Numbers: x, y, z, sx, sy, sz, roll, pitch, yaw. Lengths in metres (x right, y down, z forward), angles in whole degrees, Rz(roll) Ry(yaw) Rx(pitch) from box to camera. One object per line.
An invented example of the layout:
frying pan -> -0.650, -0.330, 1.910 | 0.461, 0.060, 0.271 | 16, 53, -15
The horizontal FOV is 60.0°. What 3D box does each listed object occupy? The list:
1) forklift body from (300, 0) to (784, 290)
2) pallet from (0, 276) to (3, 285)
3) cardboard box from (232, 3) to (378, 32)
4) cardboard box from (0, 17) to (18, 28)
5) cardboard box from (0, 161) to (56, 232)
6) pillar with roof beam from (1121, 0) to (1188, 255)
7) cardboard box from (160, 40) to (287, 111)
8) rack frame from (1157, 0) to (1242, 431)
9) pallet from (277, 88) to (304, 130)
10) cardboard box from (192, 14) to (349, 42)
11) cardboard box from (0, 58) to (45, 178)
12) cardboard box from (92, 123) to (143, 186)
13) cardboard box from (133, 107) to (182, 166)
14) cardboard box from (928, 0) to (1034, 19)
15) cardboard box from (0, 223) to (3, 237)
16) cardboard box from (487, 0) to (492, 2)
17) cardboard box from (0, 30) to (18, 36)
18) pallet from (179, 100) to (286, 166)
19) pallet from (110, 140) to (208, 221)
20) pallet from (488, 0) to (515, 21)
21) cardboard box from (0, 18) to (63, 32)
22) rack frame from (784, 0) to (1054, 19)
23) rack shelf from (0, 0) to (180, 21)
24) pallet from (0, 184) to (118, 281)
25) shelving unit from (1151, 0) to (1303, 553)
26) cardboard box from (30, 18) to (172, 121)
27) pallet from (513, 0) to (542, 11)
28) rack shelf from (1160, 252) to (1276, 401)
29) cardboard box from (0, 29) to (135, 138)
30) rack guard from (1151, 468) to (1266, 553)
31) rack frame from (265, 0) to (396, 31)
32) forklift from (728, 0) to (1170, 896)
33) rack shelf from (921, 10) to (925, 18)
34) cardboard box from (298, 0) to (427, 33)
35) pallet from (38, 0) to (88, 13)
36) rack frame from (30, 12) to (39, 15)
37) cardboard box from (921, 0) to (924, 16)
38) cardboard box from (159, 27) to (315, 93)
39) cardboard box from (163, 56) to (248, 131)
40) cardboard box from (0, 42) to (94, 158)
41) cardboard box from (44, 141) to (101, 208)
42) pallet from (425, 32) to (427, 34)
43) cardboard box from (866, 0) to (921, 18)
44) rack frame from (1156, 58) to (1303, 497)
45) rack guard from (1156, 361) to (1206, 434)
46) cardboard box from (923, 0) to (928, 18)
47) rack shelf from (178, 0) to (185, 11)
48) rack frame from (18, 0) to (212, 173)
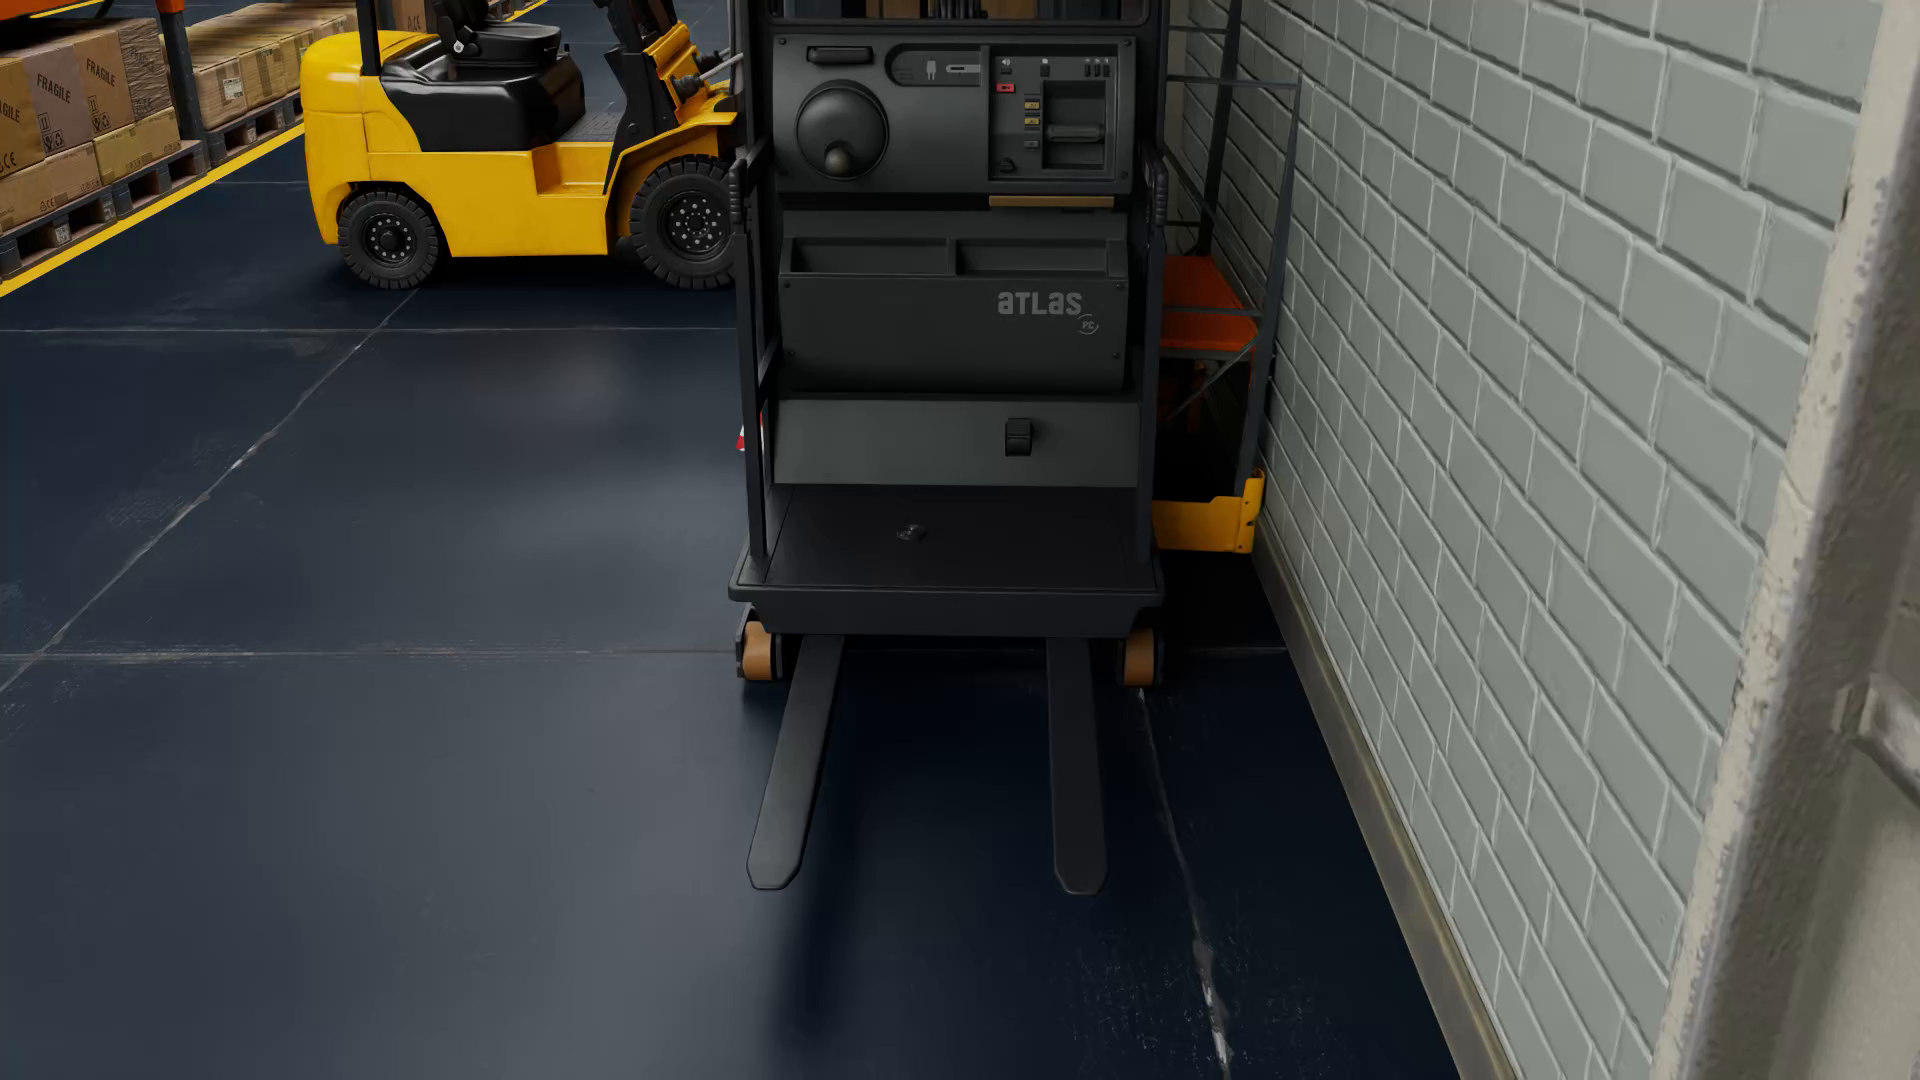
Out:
forklift body -> -1.984, -2.399, 7.944 | 2.313, 2.155, 1.214 | 0, 24, -1
pallet -> -5.077, -1.084, 7.391 | 1.003, 0.211, 1.213 | 0, 24, -1
cardboard box -> -5.194, -4.046, 13.236 | 0.950, 0.372, 0.625 | -2, 24, -4
cardboard box -> -5.469, -2.916, 9.188 | 0.380, 0.149, 0.250 | 0, 24, 0
cardboard box -> -4.852, -1.696, 8.187 | 0.500, 0.250, 0.500 | 1, 24, 3
pillar with roof beam -> -3.550, -5.017, 5.424 | 9.100, 9.000, 0.400 | 0, 24, -1
cardboard box -> -5.166, -3.143, 11.239 | 0.950, 0.372, 0.625 | 1, 24, 3
rack frame -> 0.620, -1.091, 5.703 | 0.500, 1.500, 0.032 | 3, 25, -4
pallet -> -5.173, -3.191, 12.050 | 1.003, 0.211, 1.213 | 0, 24, -1
cardboard box -> -5.178, -3.742, 12.563 | 0.950, 0.372, 0.625 | -1, 24, -2
cardboard box -> -4.843, -2.034, 8.025 | 0.500, 0.500, 0.500 | 0, 24, 0
cardboard box -> -4.855, -2.114, 9.110 | 0.500, 0.250, 0.500 | -1, 24, -2
cardboard box -> -4.871, -2.333, 9.595 | 0.500, 0.250, 0.500 | 1, 24, 2
cardboard box -> 0.133, -2.263, 6.493 | 0.500, 0.500, 0.500 | 1, 24, 1
cardboard box -> -4.833, -1.471, 7.690 | 0.500, 0.250, 0.500 | 1, 24, 1
cardboard box -> -5.147, -5.901, 16.727 | 0.875, 0.875, 0.875 | 0, 24, 1
cardboard box -> -5.392, -2.452, 8.949 | 0.500, 0.500, 0.500 | 1, 24, 2
pallet -> -5.156, -2.687, 10.935 | 1.003, 0.211, 1.213 | 0, 24, -1
pallet -> -5.104, -2.090, 9.614 | 1.003, 0.211, 1.213 | 0, 24, -1
pallet -> -5.150, -5.345, 16.812 | 1.003, 0.211, 1.213 | 0, 24, -1
cardboard box -> -5.410, -2.673, 9.437 | 0.500, 0.500, 0.500 | 1, 24, 2
rack frame -> -0.139, -2.012, 6.060 | 1.000, 3.000, 0.127 | 0, 24, -1
rack shelf -> -5.125, -2.485, 7.977 | 1.077, 0.370, 4.000 | 0, 24, -1
pallet -> -5.087, -1.586, 8.500 | 1.003, 0.211, 1.213 | 0, 24, -1
shelving unit -> 0.642, -0.879, 5.251 | 0.587, 1.500, 1.083 | 3, 25, -4
cardboard box -> -4.872, -2.674, 9.440 | 0.500, 0.500, 0.500 | -1, 24, -1
pallet -> -5.164, -5.977, 18.208 | 1.003, 0.211, 1.213 | 0, 24, -1
rack shelf -> 0.629, -0.713, 5.318 | 0.538, 0.185, 1.000 | 3, 25, -4
cardboard box -> -4.864, -2.465, 8.977 | 0.500, 0.500, 0.500 | 0, 24, 0
rack guard -> 0.618, -0.103, 5.063 | 0.587, 0.250, 0.087 | 3, 25, -4
rack frame -> -5.190, -5.285, 13.296 | 1.000, 3.000, 0.127 | 0, 24, -1
forklift -> -0.020, -1.079, 4.078 | 1.130, 2.935, 3.031 | 1, 24, 2
rack shelf -> -0.161, -2.509, 8.030 | 1.077, 0.370, 4.000 | 0, 24, -1
cardboard box -> -5.114, -4.793, 14.277 | 0.875, 0.875, 0.875 | 0, 24, -1
pallet -> -10.225, -5.876, 17.985 | 1.003, 0.211, 1.213 | 0, 24, -1
rack frame -> -10.182, -6.869, 16.799 | 1.000, 3.000, 0.127 | 0, 24, -1
cardboard box -> -0.404, -2.473, 6.958 | 0.500, 0.500, 0.500 | 0, 24, 1
cardboard box -> -5.175, -3.430, 11.873 | 0.950, 0.372, 0.625 | 1, 24, 1
cardboard box -> -5.155, -2.847, 10.584 | 0.950, 0.372, 0.625 | 0, 24, 0
cardboard box -> -4.858, -2.255, 8.512 | 0.500, 0.500, 0.500 | 1, 24, 2
cardboard box -> -4.854, -1.904, 8.647 | 0.500, 0.250, 0.500 | 0, 24, 0
pallet -> -5.123, -4.340, 14.589 | 1.003, 0.211, 1.213 | 0, 24, -1
cardboard box -> -0.407, -2.260, 6.485 | 0.500, 0.500, 0.500 | -1, 24, -2
rack frame -> 0.666, -0.660, 4.783 | 0.500, 1.500, 0.032 | 3, 25, -4
rack guard -> 0.574, -0.525, 5.964 | 0.587, 0.250, 0.087 | 3, 25, -4
cardboard box -> 0.105, -2.478, 6.968 | 0.500, 0.500, 0.500 | 0, 24, 1
rack shelf -> -5.168, -4.133, 11.622 | 1.077, 0.370, 4.000 | 0, 24, -1
rack frame -> -5.146, -3.637, 9.651 | 1.000, 3.000, 0.127 | 0, 24, -1
